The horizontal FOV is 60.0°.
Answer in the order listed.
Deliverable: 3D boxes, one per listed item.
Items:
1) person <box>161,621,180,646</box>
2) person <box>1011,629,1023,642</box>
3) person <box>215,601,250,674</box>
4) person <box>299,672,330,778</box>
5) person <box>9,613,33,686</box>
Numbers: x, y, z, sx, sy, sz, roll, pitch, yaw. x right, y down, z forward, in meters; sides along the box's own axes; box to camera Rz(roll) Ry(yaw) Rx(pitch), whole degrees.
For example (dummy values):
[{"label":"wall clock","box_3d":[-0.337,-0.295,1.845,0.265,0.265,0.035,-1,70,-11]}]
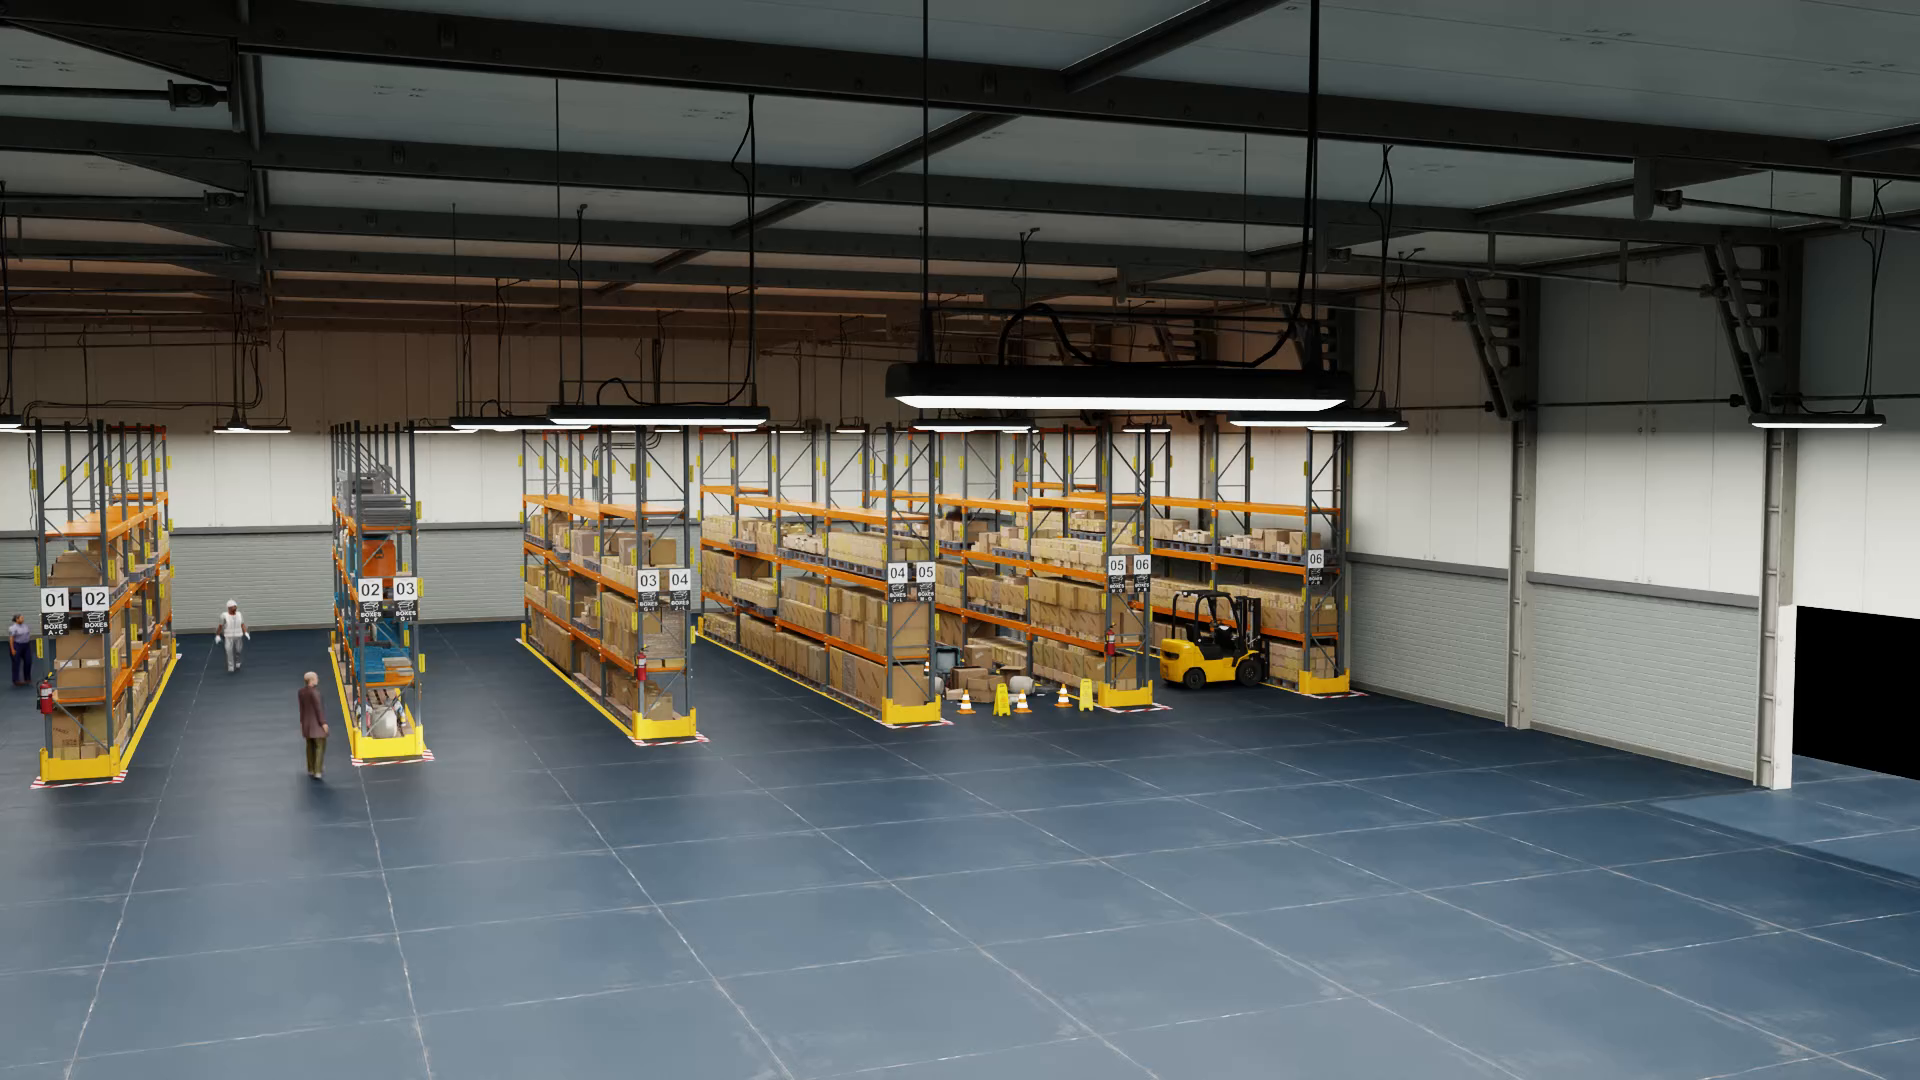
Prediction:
[{"label":"person","box_3d":[-21.639,2.058,45.173,0.946,1.622,0.437,3,4,37]},{"label":"person","box_3d":[1.496,1.923,44.725,0.466,1.650,0.508,0,4,3]},{"label":"person","box_3d":[-17.637,2.337,40.310,0.770,1.738,1.092,-2,4,-25]},{"label":"person","box_3d":[-10.840,3.094,28.018,0.608,1.787,0.634,1,4,20]},{"label":"person","box_3d":[-21.649,2.532,38.327,0.384,1.665,0.567,2,4,24]}]
